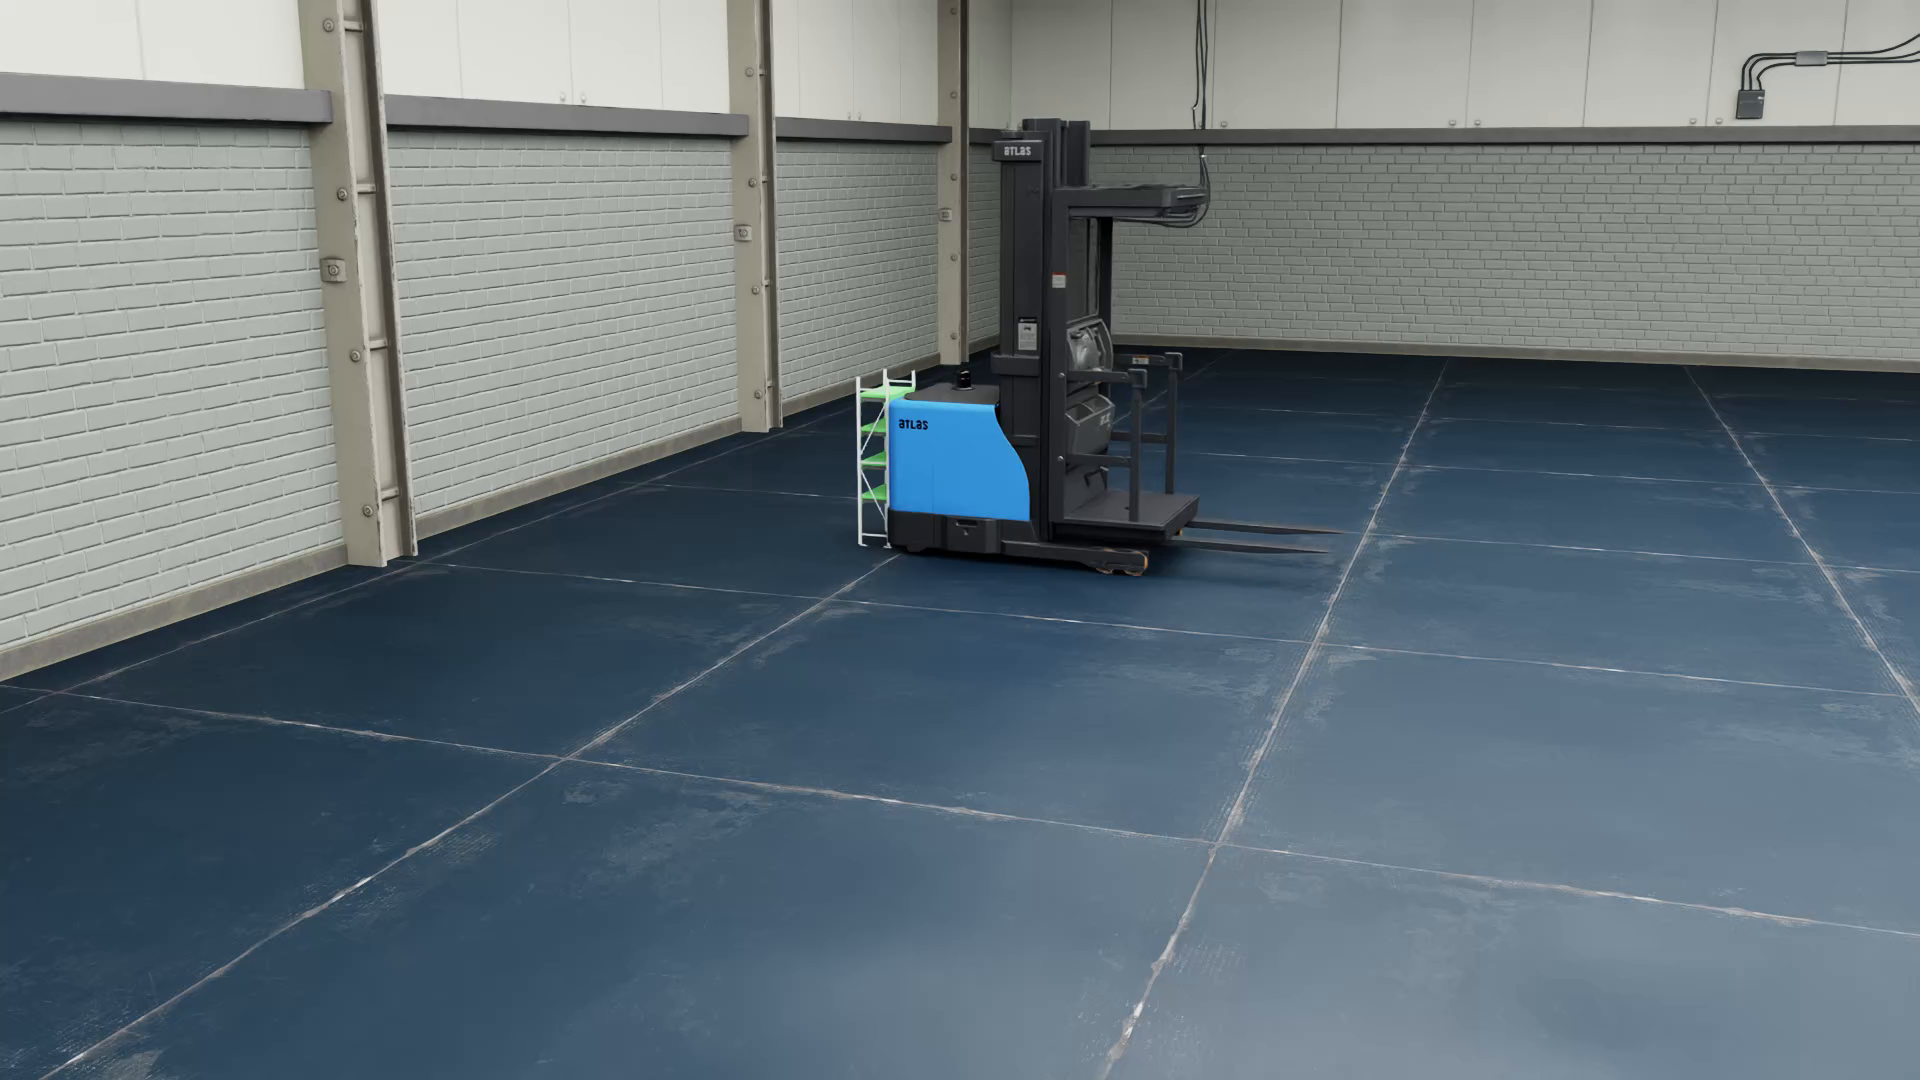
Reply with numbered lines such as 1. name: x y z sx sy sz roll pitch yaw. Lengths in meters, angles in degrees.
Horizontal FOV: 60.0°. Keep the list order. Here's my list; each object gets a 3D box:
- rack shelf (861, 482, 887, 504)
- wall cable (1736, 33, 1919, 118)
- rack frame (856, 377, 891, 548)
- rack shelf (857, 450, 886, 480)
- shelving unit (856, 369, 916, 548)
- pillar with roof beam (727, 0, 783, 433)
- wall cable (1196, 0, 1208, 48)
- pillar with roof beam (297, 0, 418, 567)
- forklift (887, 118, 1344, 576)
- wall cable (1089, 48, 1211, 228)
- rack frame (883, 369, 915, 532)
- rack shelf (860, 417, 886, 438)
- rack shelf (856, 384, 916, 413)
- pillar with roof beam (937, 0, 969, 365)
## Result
1. rack shelf: -0.522 -0.293 11.942 0.258 0.148 0.480 5 14 20
2. wall cable: 11.095 -8.280 20.400 2.305 6.003 0.169 4 14 18
3. rack frame: -0.606 -0.539 11.651 0.240 1.200 0.015 5 14 20
4. rack shelf: -0.522 -0.527 11.889 0.258 0.148 0.480 5 14 20
5. shelving unit: -0.522 -0.590 11.875 0.258 1.200 0.503 5 14 20
6. pillar with roof beam: 2.045 -5.211 14.594 9.100 9.000 0.400 4 14 18
7. wall cable: 4.677 -8.062 22.717 3.097 2.526 0.112 4 14 18
8. pillar with roof beam: 0.103 -3.947 9.059 9.100 9.000 0.400 4 14 18
9. forklift: 1.065 -1.324 11.202 3.031 2.935 1.130 5 14 20
10. wall cable: 2.117 -5.795 24.133 3.097 2.526 0.112 4 14 18
11. rack frame: -0.438 -0.641 12.098 0.240 1.200 0.015 5 14 20
12. rack shelf: -0.522 -0.761 11.835 0.258 0.148 0.480 5 14 20
13. rack shelf: -0.522 -0.995 11.782 0.258 0.148 0.480 5 14 20
14. pillar with roof beam: 3.986 -6.474 20.129 9.100 9.000 0.400 4 14 18
